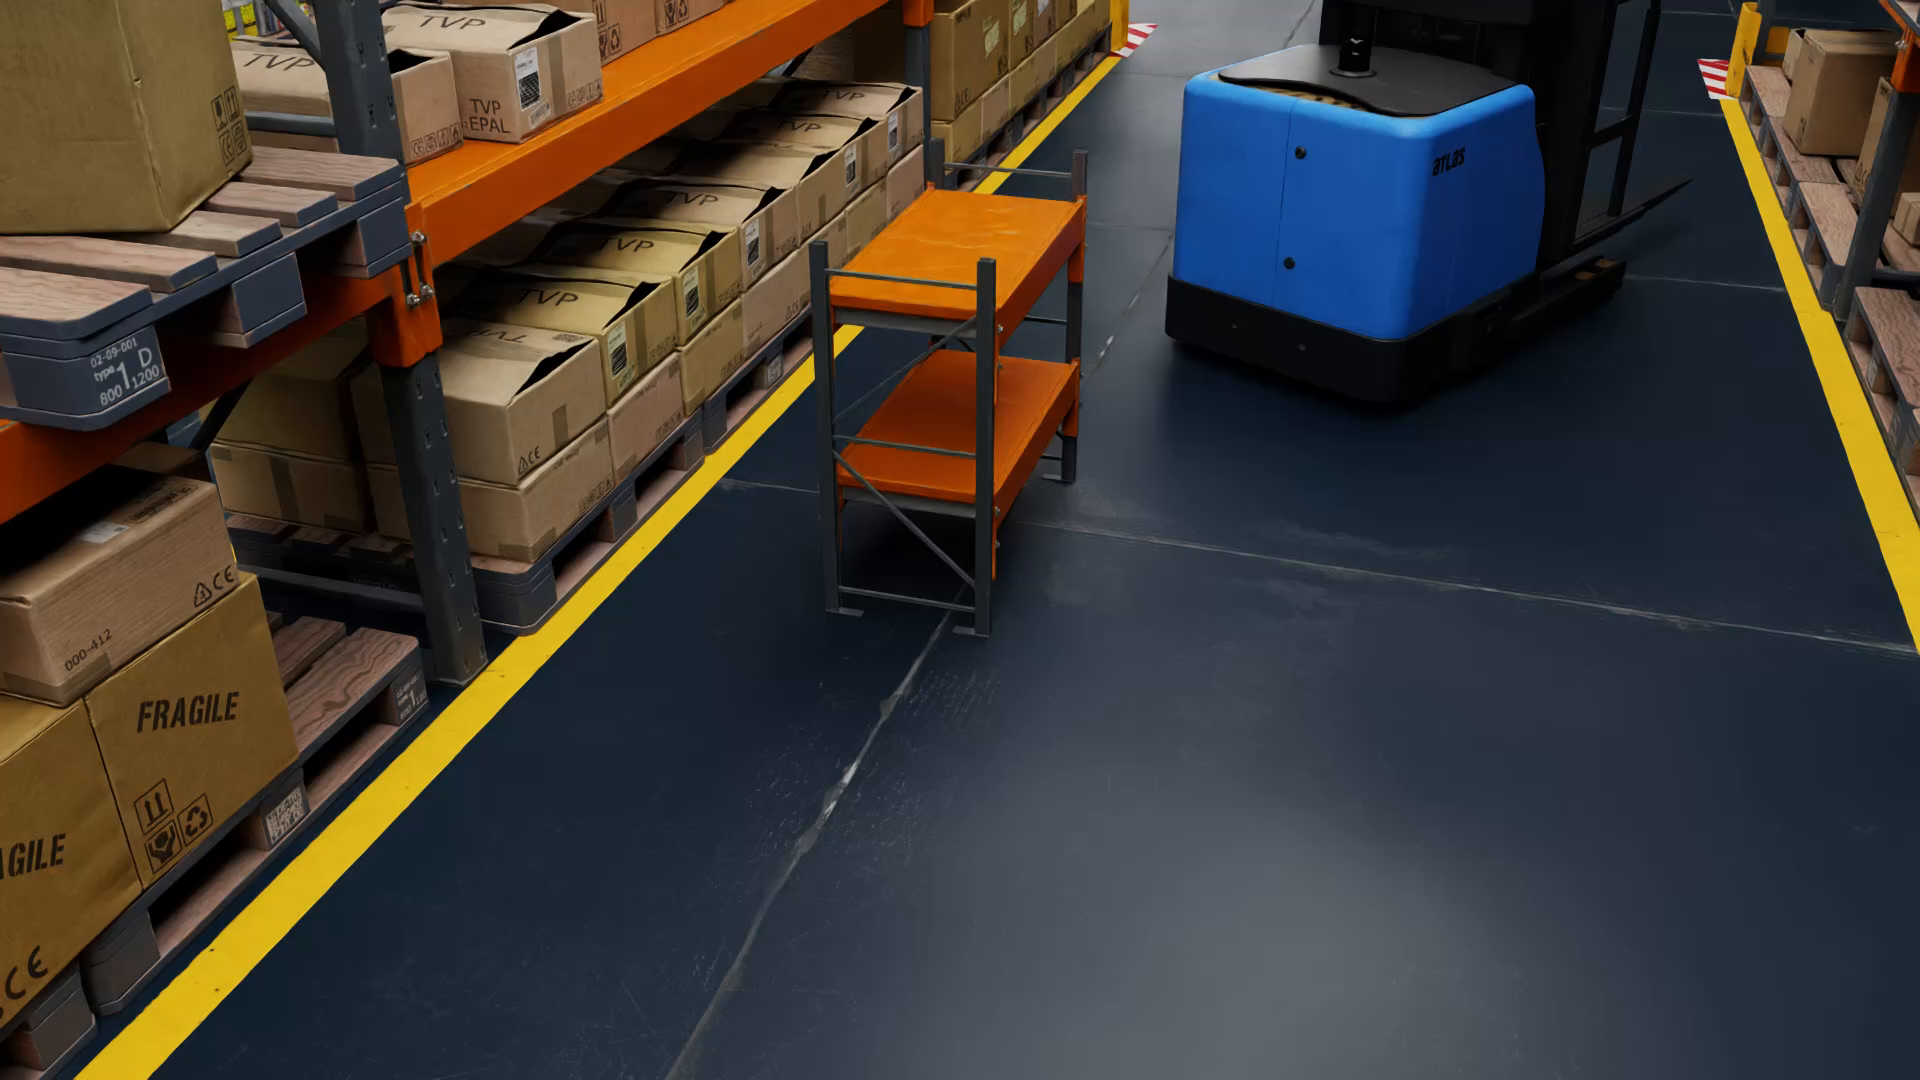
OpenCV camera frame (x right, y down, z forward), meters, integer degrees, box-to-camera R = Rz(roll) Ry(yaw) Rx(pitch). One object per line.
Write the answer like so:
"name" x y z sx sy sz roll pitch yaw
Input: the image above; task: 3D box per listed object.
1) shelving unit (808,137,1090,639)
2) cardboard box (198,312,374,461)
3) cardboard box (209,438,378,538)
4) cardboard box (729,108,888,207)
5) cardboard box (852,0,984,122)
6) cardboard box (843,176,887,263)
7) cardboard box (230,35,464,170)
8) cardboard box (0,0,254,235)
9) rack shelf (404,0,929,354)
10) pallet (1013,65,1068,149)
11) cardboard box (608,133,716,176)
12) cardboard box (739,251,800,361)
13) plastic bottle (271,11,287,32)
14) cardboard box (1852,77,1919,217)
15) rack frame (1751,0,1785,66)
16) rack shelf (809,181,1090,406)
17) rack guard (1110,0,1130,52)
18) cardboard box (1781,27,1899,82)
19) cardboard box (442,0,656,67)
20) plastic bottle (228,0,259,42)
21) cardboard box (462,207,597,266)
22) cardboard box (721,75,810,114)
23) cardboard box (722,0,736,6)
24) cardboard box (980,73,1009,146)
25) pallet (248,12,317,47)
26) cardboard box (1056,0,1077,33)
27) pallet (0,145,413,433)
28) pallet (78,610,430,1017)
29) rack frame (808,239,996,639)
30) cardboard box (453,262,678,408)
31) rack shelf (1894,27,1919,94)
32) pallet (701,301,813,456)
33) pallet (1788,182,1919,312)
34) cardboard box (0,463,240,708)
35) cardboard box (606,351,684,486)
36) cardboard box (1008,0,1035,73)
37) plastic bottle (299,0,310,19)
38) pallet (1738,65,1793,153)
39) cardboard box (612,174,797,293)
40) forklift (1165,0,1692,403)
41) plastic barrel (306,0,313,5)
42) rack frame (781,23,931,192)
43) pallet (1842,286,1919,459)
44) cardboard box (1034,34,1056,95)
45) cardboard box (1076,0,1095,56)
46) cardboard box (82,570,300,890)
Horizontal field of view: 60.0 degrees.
"shelving unit" -0.002 -0.488 4.971 0.538 1.125 1.048 8 30 15
"cardboard box" -1.887 -0.510 4.901 0.500 0.311 0.500 9 30 16
"cardboard box" -1.884 -0.266 5.039 0.500 0.250 0.500 9 30 16
"cardboard box" -0.622 -1.619 6.894 0.500 0.311 0.500 9 30 16
"cardboard box" -0.195 -2.344 8.003 0.500 0.500 0.500 8 30 15
"cardboard box" -0.626 -1.377 7.035 0.500 0.250 0.500 8 30 14
"cardboard box" -1.656 -1.128 4.285 0.500 0.311 0.500 10 31 18
"cardboard box" -1.882 -0.923 3.289 0.700 0.500 0.500 -1 29 -2
"rack shelf" -1.218 -1.620 5.816 1.077 0.370 4.000 8 30 15
"pallet" -0.001 -2.577 9.666 1.003 0.211 1.213 8 30 15
"cardboard box" -1.293 -1.461 6.611 0.500 0.311 0.500 8 30 13
"cardboard box" -0.926 -0.902 6.183 0.500 0.250 0.500 9 30 16
"plastic bottle" -4.411 -3.404 10.632 0.152 0.276 0.135 9 30 15
"cardboard box" 4.372 -1.746 7.422 0.500 0.500 0.500 6 30 11
"rack frame" 5.280 -4.017 9.386 1.000 3.000 0.127 8 30 15
"rack shelf" -0.002 -0.744 4.829 0.538 0.278 1.000 8 30 15
"rack guard" 0.550 -3.641 11.281 1.175 0.500 0.348 8 30 15
"cardboard box" 4.991 -2.726 9.378 0.500 0.311 0.500 5 30 9
"cardboard box" -1.328 -1.830 5.352 0.500 0.500 0.500 7 30 12
"plastic bottle" -4.496 -3.294 10.359 0.144 0.351 0.185 10 31 17
"cardboard box" -1.589 -0.987 5.758 0.500 0.311 0.500 8 30 15
"cardboard box" -0.990 -1.934 7.461 0.500 0.311 0.500 9 30 15
"cardboard box" -1.026 -2.308 6.210 0.500 0.500 0.500 11 31 18
"cardboard box" -0.053 -2.249 8.604 0.500 0.250 0.500 8 30 15
"pallet" -4.772 -3.228 10.836 1.003 0.211 1.213 8 30 15
"cardboard box" 0.391 -3.274 9.674 0.500 0.500 0.500 8 30 15
"pallet" -1.937 -0.596 3.433 1.213 0.211 1.003 8 30 15
"pallet" -2.060 0.556 4.034 1.003 0.211 1.213 8 30 15
"rack frame" -0.151 -0.252 4.546 0.500 1.125 0.032 8 30 15
"cardboard box" -1.224 -0.678 5.204 0.500 0.311 0.500 8 30 14
"rack shelf" 3.519 -0.915 4.548 1.077 0.370 4.000 8 30 15
"pallet" -1.166 -0.728 6.342 1.003 0.211 1.213 8 30 15
"pallet" 4.269 -1.257 7.292 1.003 0.211 1.213 8 30 15
"cardboard box" -1.867 0.063 3.399 0.500 0.250 0.500 10 31 17
"cardboard box" -1.224 -0.422 5.319 0.500 0.250 0.500 8 30 13
"cardboard box" 0.098 -2.809 8.838 0.500 0.500 0.500 8 30 15
"plastic bottle" -4.311 -3.484 10.854 0.097 0.201 0.097 0 29 0
"pallet" 4.985 -2.391 9.331 1.003 0.211 1.213 8 30 15
"cardboard box" -0.922 -1.154 6.059 0.500 0.311 0.500 8 30 14
"forklift" 2.193 -2.396 6.541 1.130 2.935 3.031 25 38 37
"plastic barrel" -4.458 -3.978 11.442 0.421 0.512 0.421 0 29 0
"rack frame" -0.631 -2.863 7.312 1.000 3.000 0.127 8 30 15
"pallet" 3.879 -0.578 6.071 1.003 0.211 1.213 8 30 15
"cardboard box" 0.240 -2.714 9.440 0.500 0.250 0.500 8 30 15
"cardboard box" 0.533 -3.179 10.275 0.500 0.250 0.500 8 30 15
"cardboard box" -1.855 0.364 3.630 0.500 0.500 0.500 10 31 17
